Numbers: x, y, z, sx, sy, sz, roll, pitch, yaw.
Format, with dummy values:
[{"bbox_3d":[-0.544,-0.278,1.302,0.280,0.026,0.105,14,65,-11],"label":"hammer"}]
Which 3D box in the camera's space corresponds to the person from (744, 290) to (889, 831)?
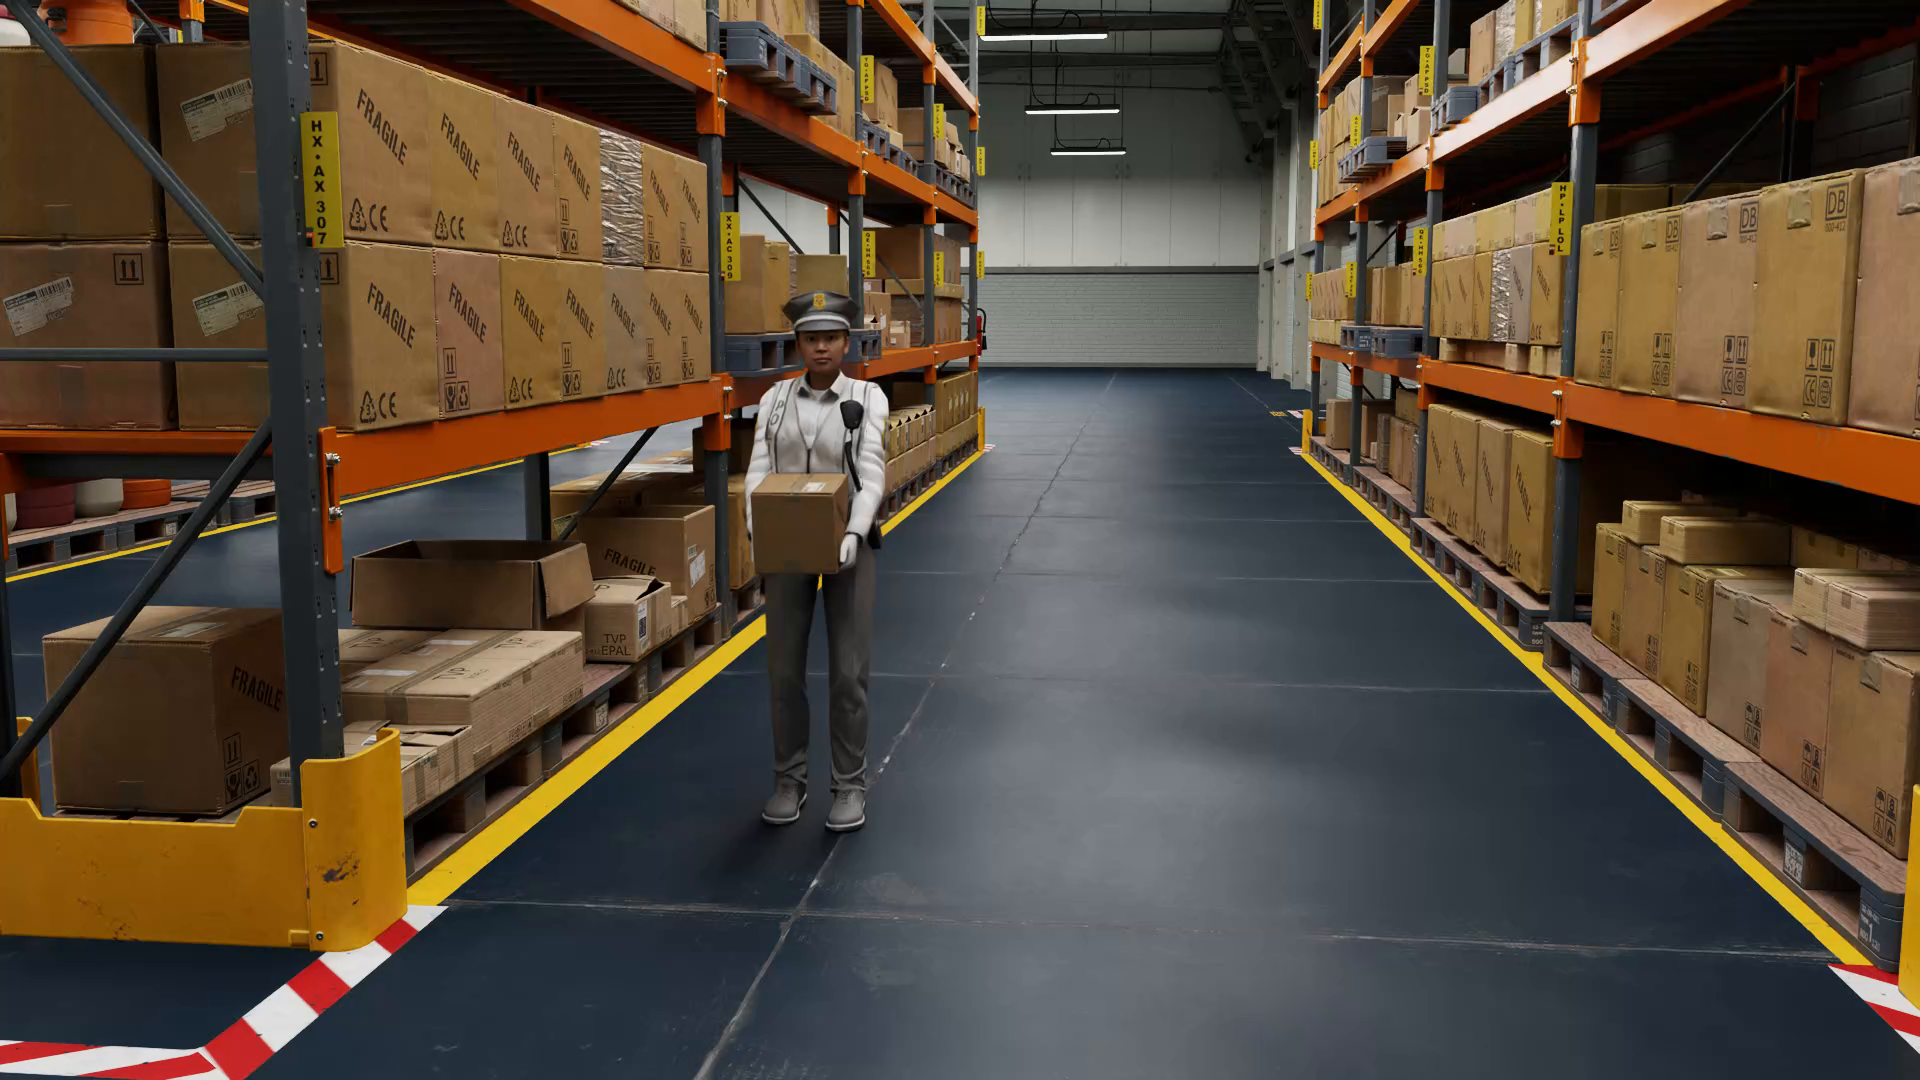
[{"bbox_3d":[-0.456,0.066,5.233,0.453,1.691,0.510,1,8,6],"label":"person"}]
